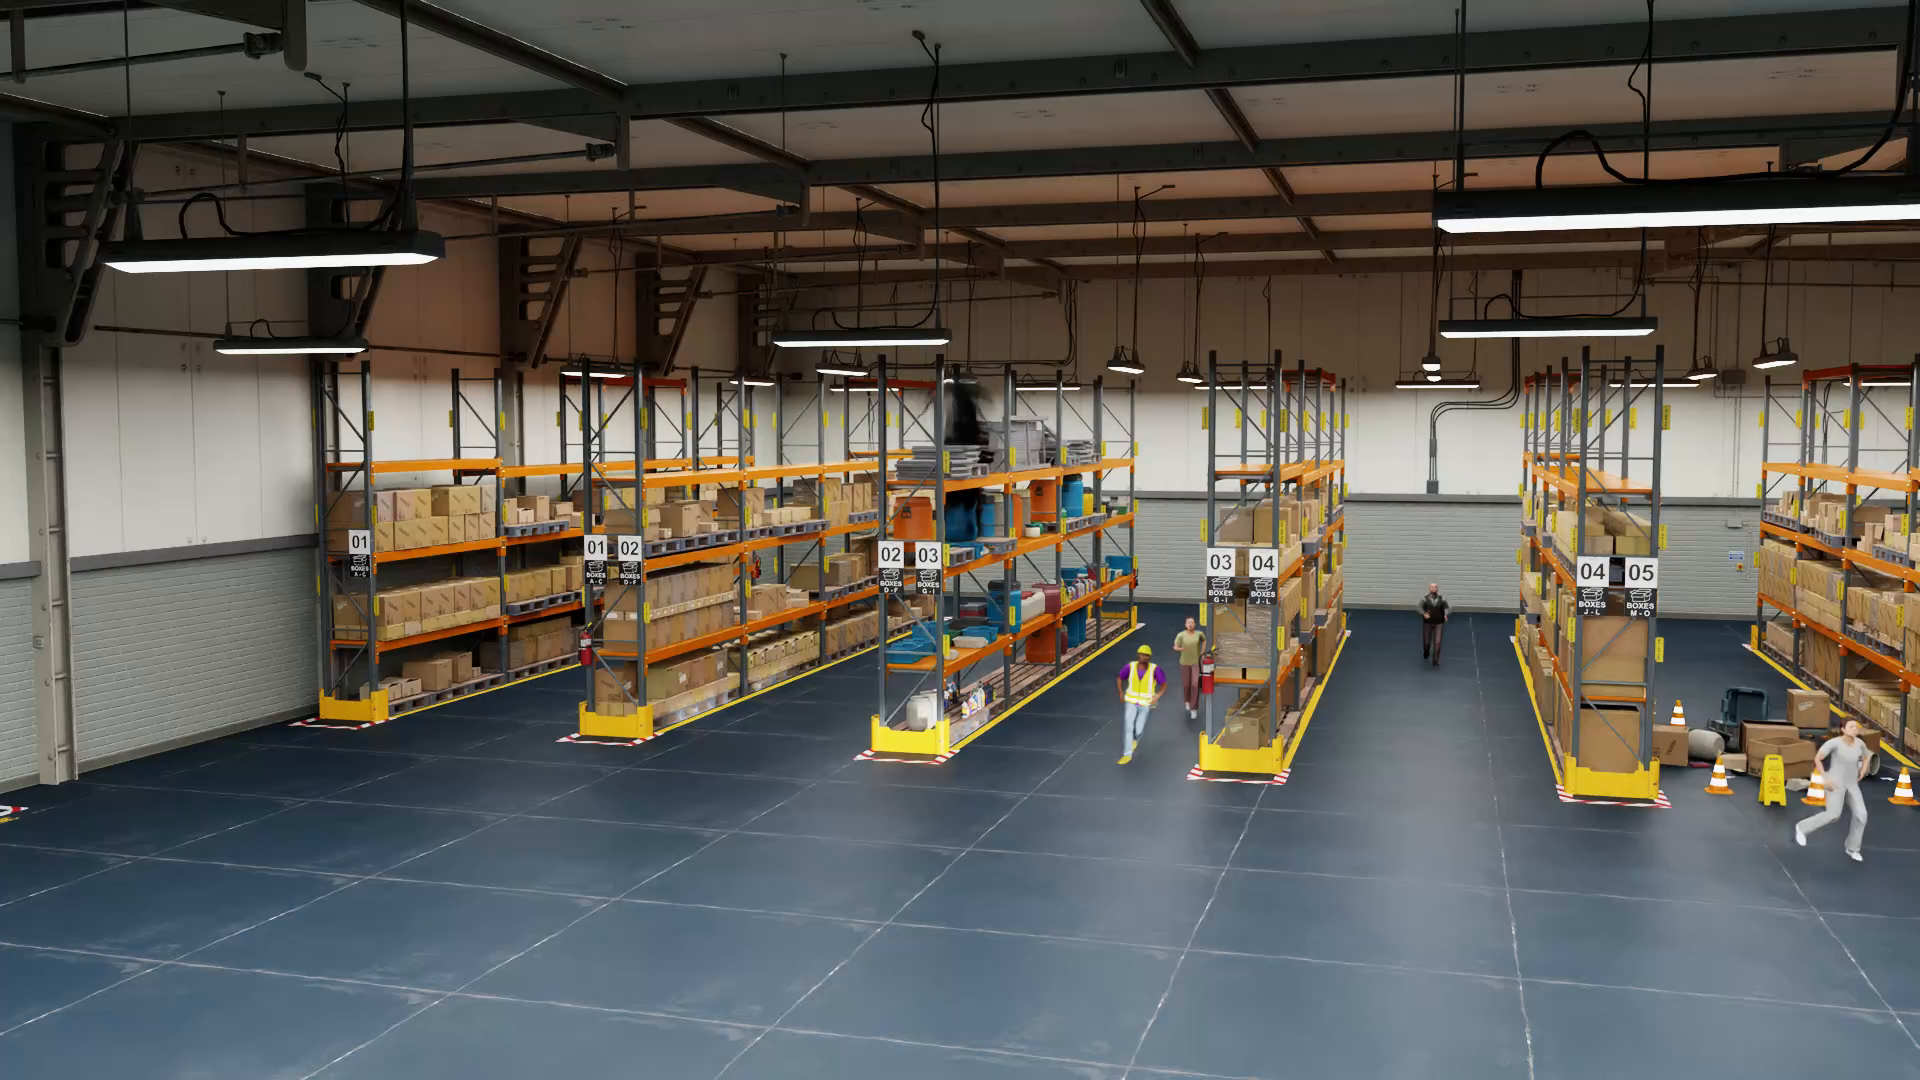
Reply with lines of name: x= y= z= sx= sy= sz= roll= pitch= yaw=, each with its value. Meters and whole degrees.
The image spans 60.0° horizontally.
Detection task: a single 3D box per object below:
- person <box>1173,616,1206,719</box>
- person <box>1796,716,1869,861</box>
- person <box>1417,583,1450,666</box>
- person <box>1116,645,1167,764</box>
person: x=3.908 y=2.127 z=28.248 sx=0.571 sy=1.688 sz=0.904 roll=1 pitch=4 yaw=7
person: x=10.126 y=2.850 z=19.177 sx=0.762 sy=1.654 sz=0.627 roll=-1 pitch=4 yaw=-12
person: x=9.723 y=1.725 z=34.129 sx=0.669 sy=1.684 sz=0.749 roll=1 pitch=4 yaw=11
person: x=2.672 y=2.398 z=24.540 sx=0.759 sy=1.719 sz=0.793 roll=1 pitch=4 yaw=11
